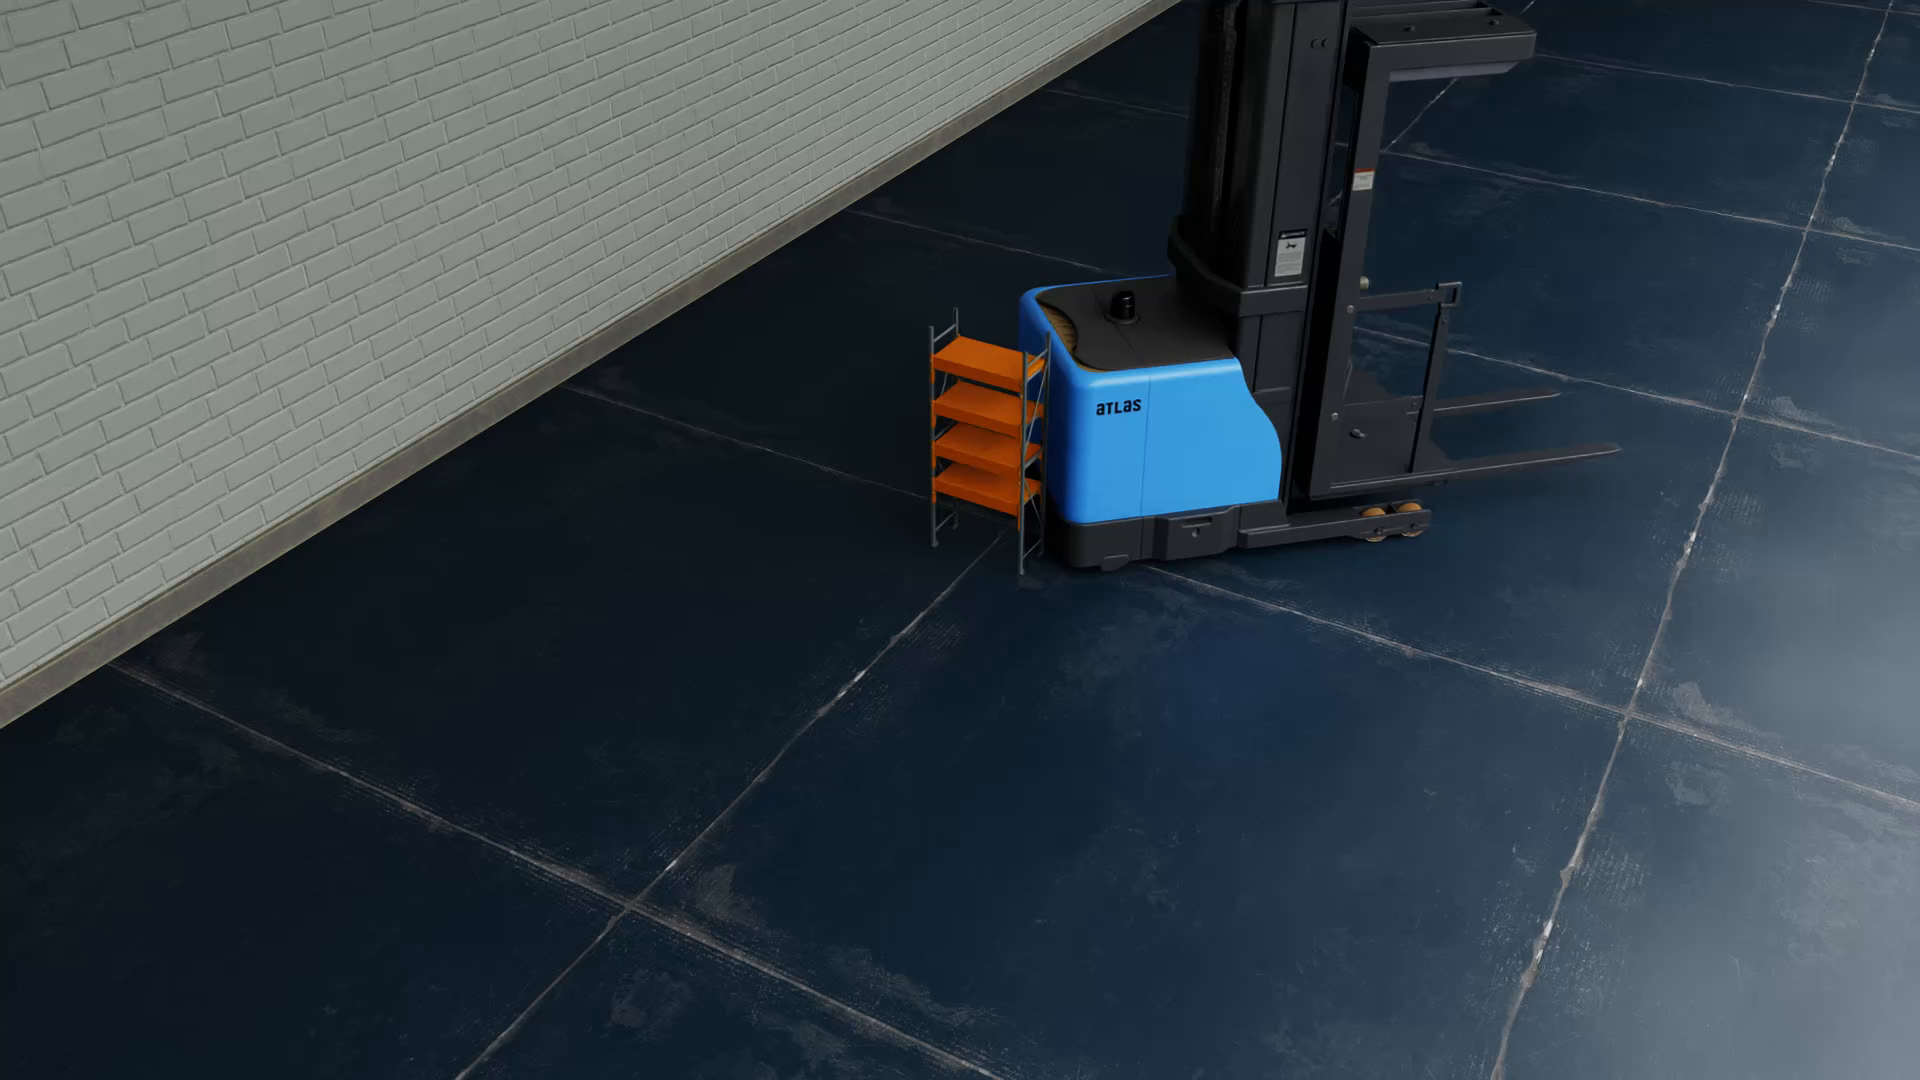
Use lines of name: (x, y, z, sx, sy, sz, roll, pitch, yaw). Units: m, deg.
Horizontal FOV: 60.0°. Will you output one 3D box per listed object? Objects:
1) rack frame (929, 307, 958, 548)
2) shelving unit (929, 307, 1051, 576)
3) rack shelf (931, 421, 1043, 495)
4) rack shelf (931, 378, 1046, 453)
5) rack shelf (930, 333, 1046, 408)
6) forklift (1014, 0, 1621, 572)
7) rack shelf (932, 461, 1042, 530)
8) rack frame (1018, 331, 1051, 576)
rack frame: (-0.076, -0.522, 7.951, 0.015, 1.200, 0.240, 18, 38, 25)
shelving unit: (0.135, -0.453, 7.848, 0.503, 1.200, 0.258, 18, 38, 25)
rack shelf: (0.135, -0.397, 7.885, 0.480, 0.148, 0.258, 18, 38, 25)
rack shelf: (0.135, -0.583, 7.761, 0.480, 0.148, 0.258, 18, 38, 25)
rack shelf: (0.135, -0.780, 7.630, 0.480, 0.148, 0.258, 18, 38, 25)
forklift: (1.851, -1.490, 7.842, 3.031, 2.935, 1.130, -7, 34, -11)
rack shelf: (0.135, -0.232, 7.995, 0.480, 0.148, 0.258, 18, 38, 25)
rack frame: (0.345, -0.385, 7.745, 0.015, 1.200, 0.240, 18, 38, 25)
